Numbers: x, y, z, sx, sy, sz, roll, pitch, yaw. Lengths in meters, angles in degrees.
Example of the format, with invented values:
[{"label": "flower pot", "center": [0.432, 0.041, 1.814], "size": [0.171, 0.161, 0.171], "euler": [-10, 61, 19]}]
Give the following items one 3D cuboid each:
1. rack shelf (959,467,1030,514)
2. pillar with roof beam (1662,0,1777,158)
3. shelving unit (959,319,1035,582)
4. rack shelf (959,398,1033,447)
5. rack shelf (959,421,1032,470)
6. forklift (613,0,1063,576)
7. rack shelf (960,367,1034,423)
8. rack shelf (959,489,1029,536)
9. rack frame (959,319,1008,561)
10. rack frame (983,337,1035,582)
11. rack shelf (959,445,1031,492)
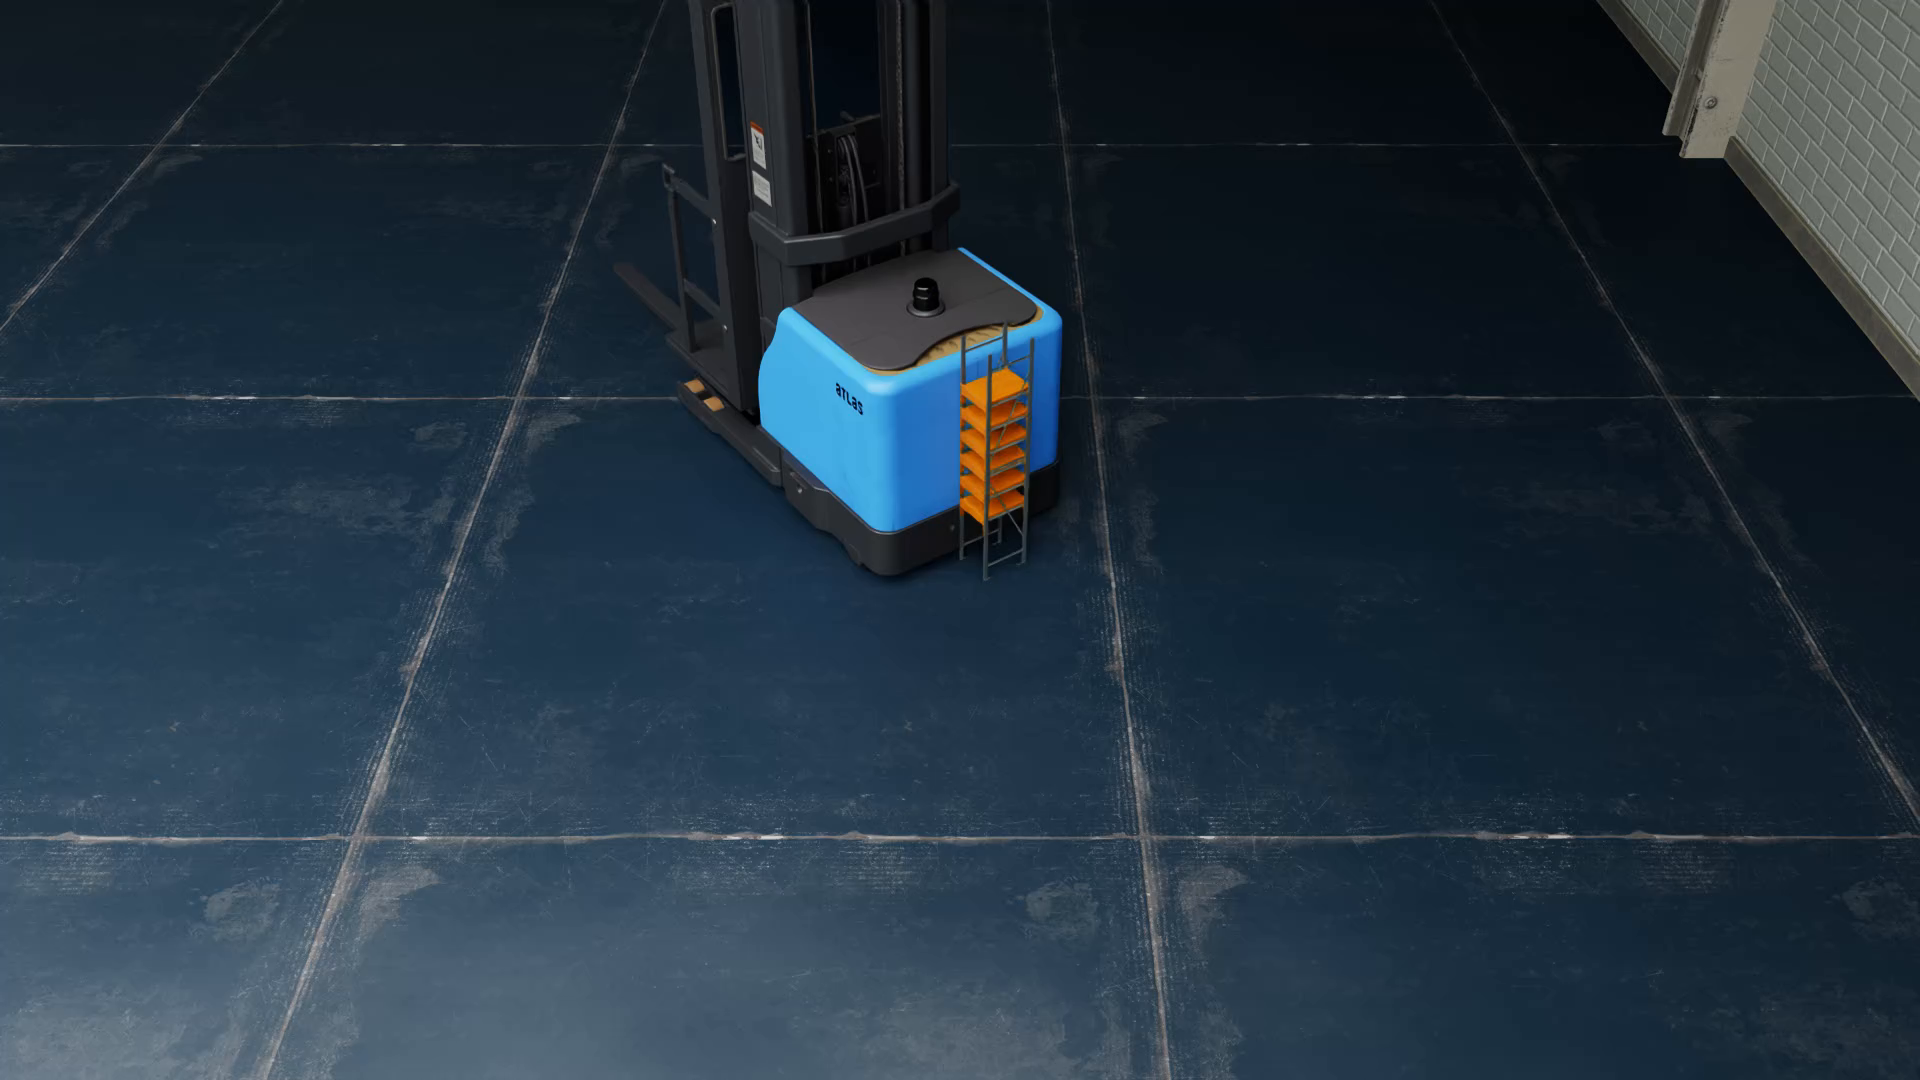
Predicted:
[{"label": "rack shelf", "center": [0.152, -0.242, 7.354], "size": [0.258, 0.103, 0.180], "euler": [-24, 45, -28]}, {"label": "pillar with roof beam", "center": [0.565, -6.130, 8.203], "size": [9.100, 9.000, 0.400], "euler": [0, 39, 0]}, {"label": "shelving unit", "center": [0.153, -0.371, 7.252], "size": [0.258, 1.200, 0.189], "euler": [-24, 45, -28]}, {"label": "rack shelf", "center": [0.154, -0.524, 7.130], "size": [0.258, 0.103, 0.180], "euler": [-24, 45, -28]}, {"label": "rack shelf", "center": [0.153, -0.430, 7.205], "size": [0.258, 0.103, 0.180], "euler": [-24, 45, -28]}, {"label": "forklift", "center": [-0.796, -1.862, 7.730], "size": [1.130, 2.935, 3.031], "euler": [-24, 45, -27]}, {"label": "rack shelf", "center": [0.155, -0.618, 7.056], "size": [0.258, 0.103, 0.180], "euler": [-24, 45, -28]}, {"label": "rack shelf", "center": [0.151, -0.148, 7.429], "size": [0.258, 0.103, 0.180], "euler": [-24, 45, -28]}, {"label": "rack frame", "center": [0.099, -0.417, 7.310], "size": [0.240, 1.200, 0.006], "euler": [-24, 45, -28]}, {"label": "rack frame", "center": [0.207, -0.325, 7.194], "size": [0.240, 1.200, 0.006], "euler": [-24, 45, -28]}, {"label": "rack shelf", "center": [0.153, -0.336, 7.279], "size": [0.258, 0.103, 0.180], "euler": [-24, 45, -28]}]
